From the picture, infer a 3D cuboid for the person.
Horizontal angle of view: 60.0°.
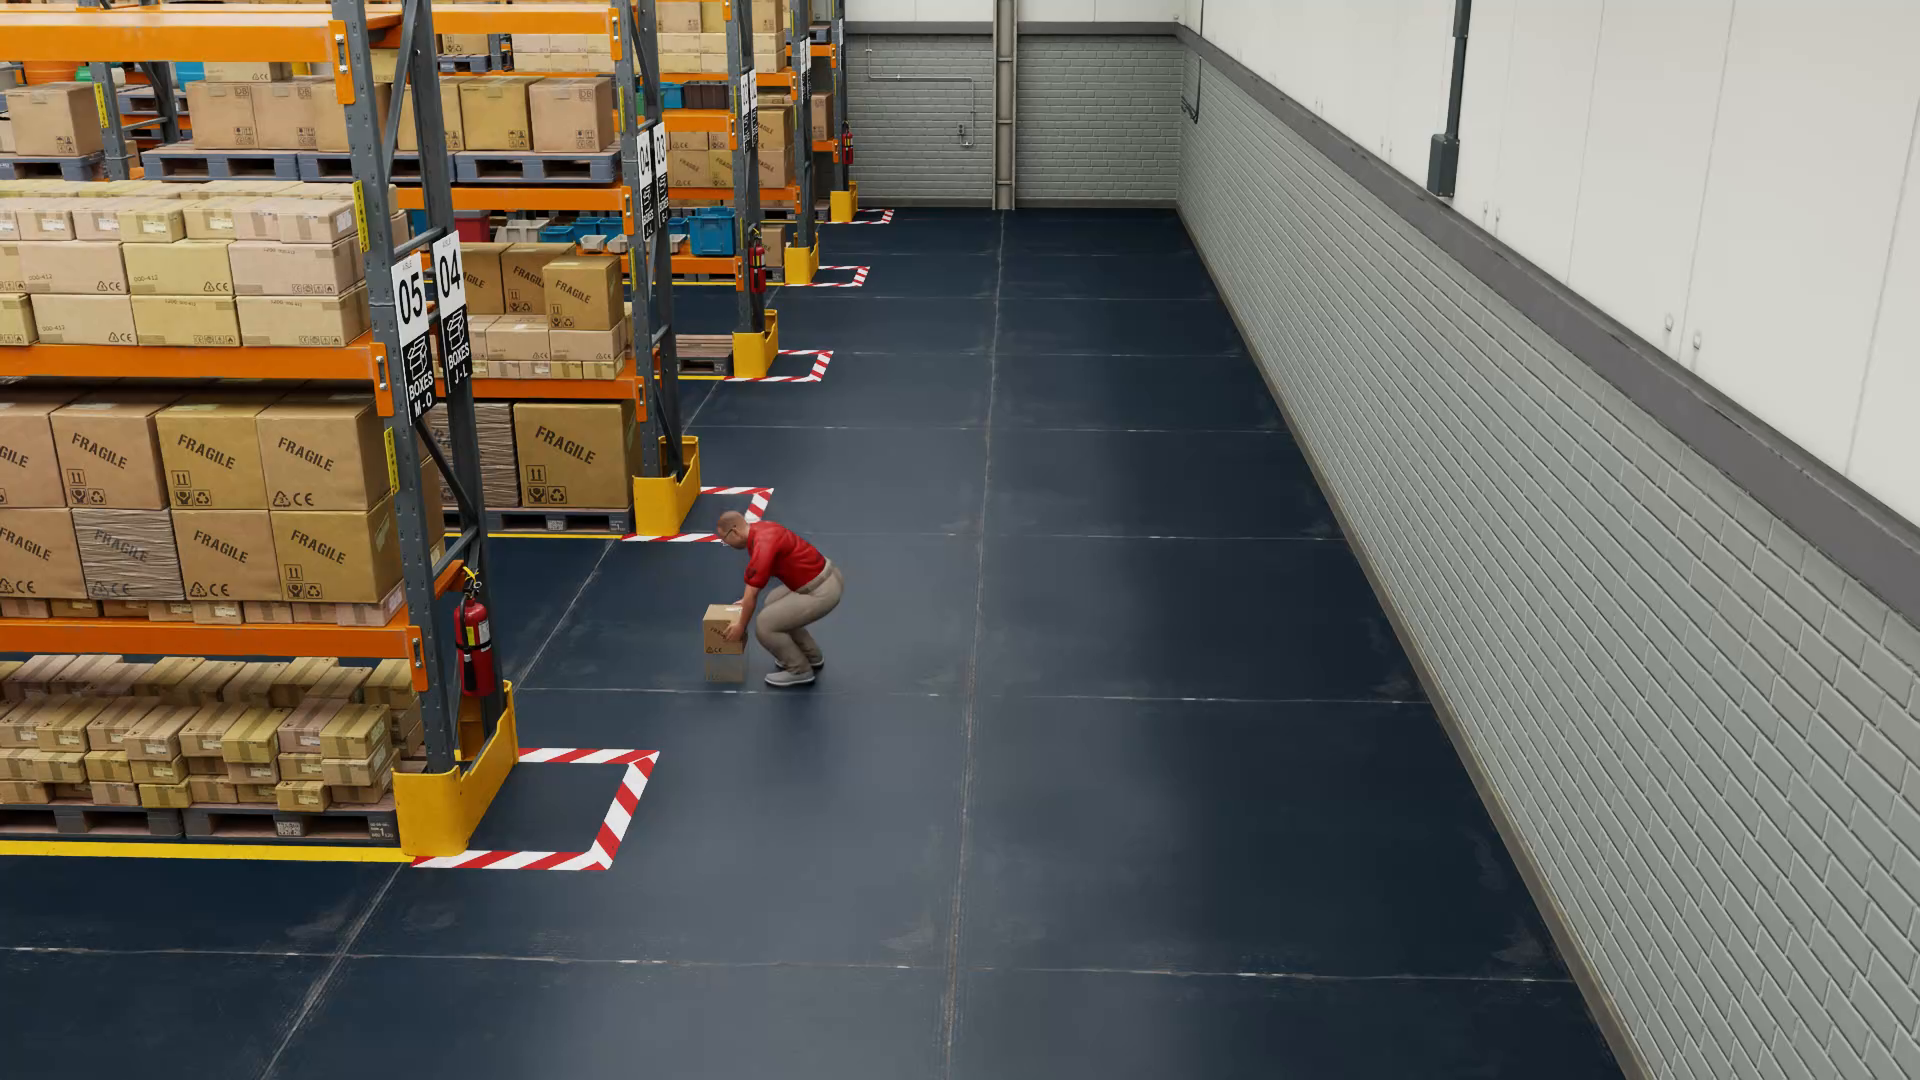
[{"bbox_3d":[-1.171,0.362,10.925,0.805,1.181,0.579,1,21,2],"label":"person"}]
